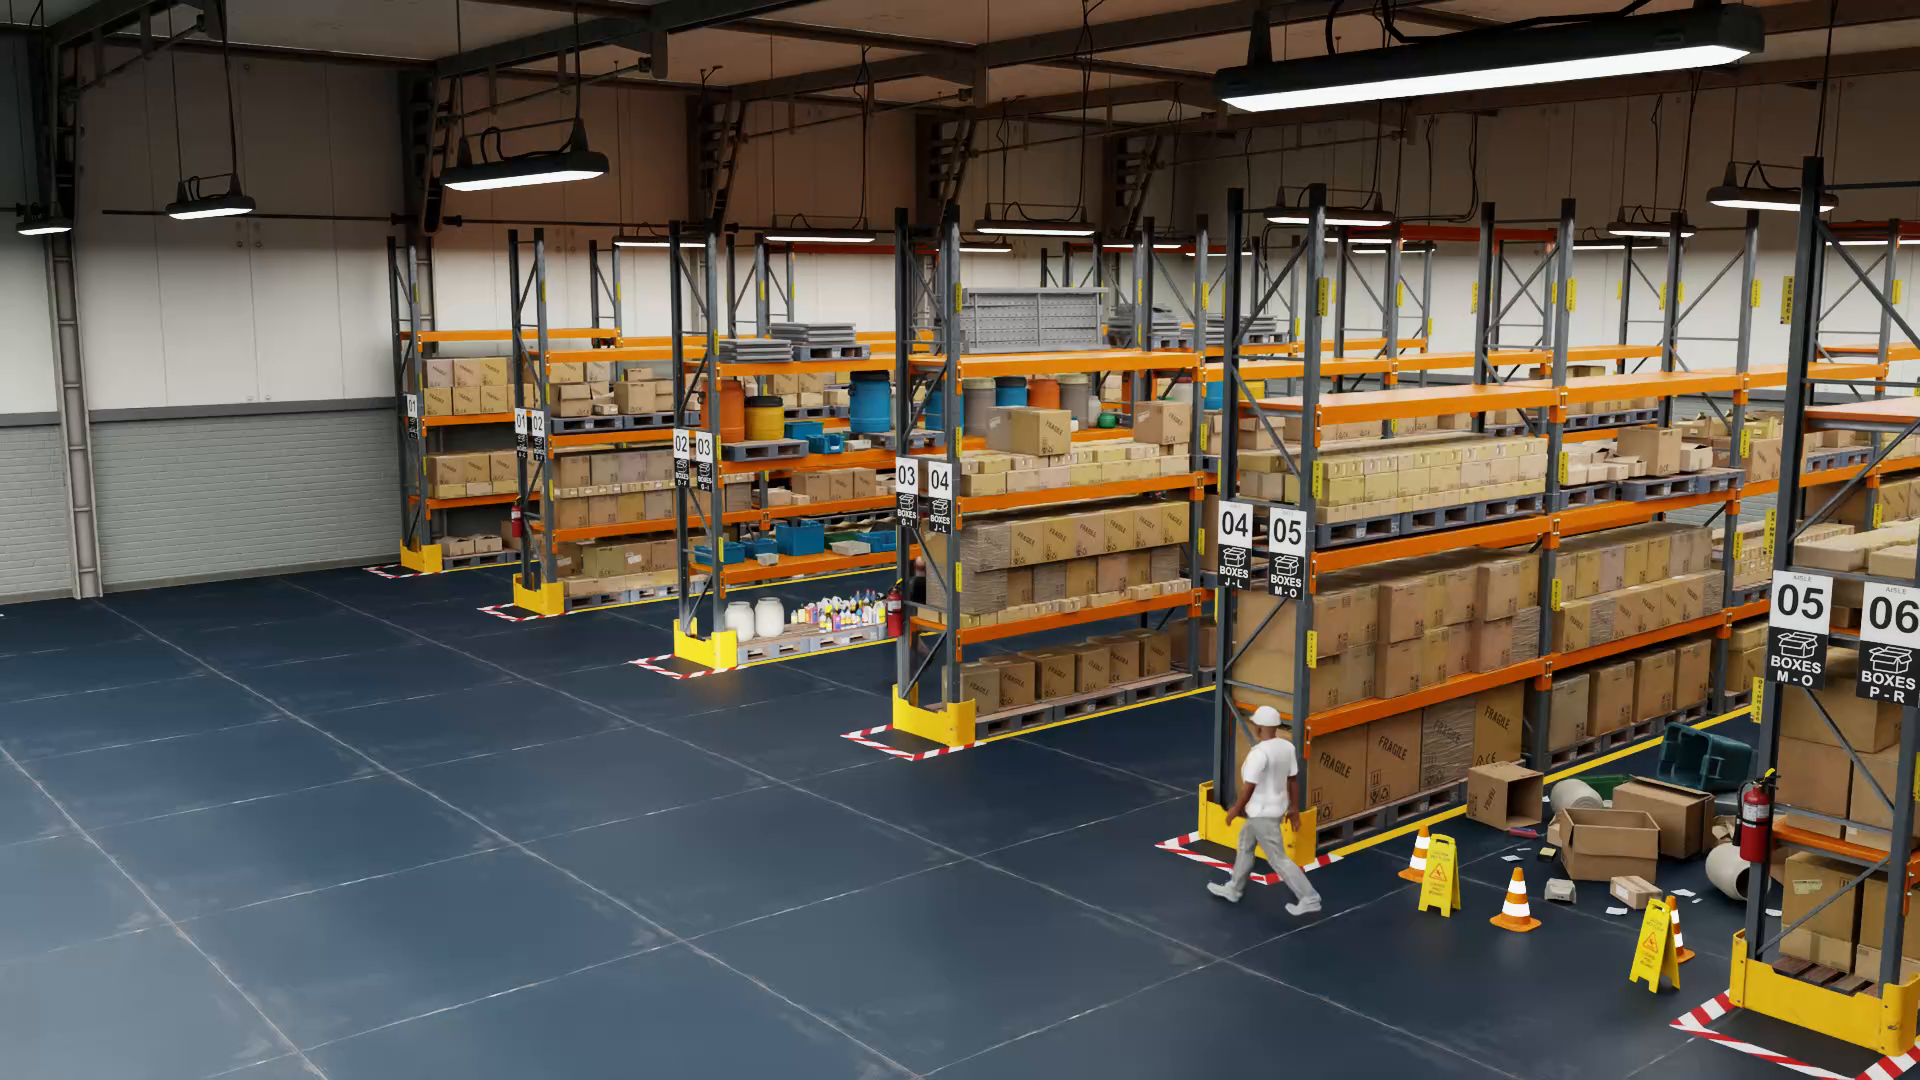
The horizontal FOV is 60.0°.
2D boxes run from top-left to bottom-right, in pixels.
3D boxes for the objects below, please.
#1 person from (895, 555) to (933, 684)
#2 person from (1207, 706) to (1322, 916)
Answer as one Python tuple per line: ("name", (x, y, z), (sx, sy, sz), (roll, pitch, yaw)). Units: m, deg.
("person", (-0.625, 1.035, 21.493), (0.582, 1.712, 0.563), (7, 11, 36))
("person", (2.505, 2.226, 13.689), (1.041, 1.734, 0.531), (4, 10, 26))
